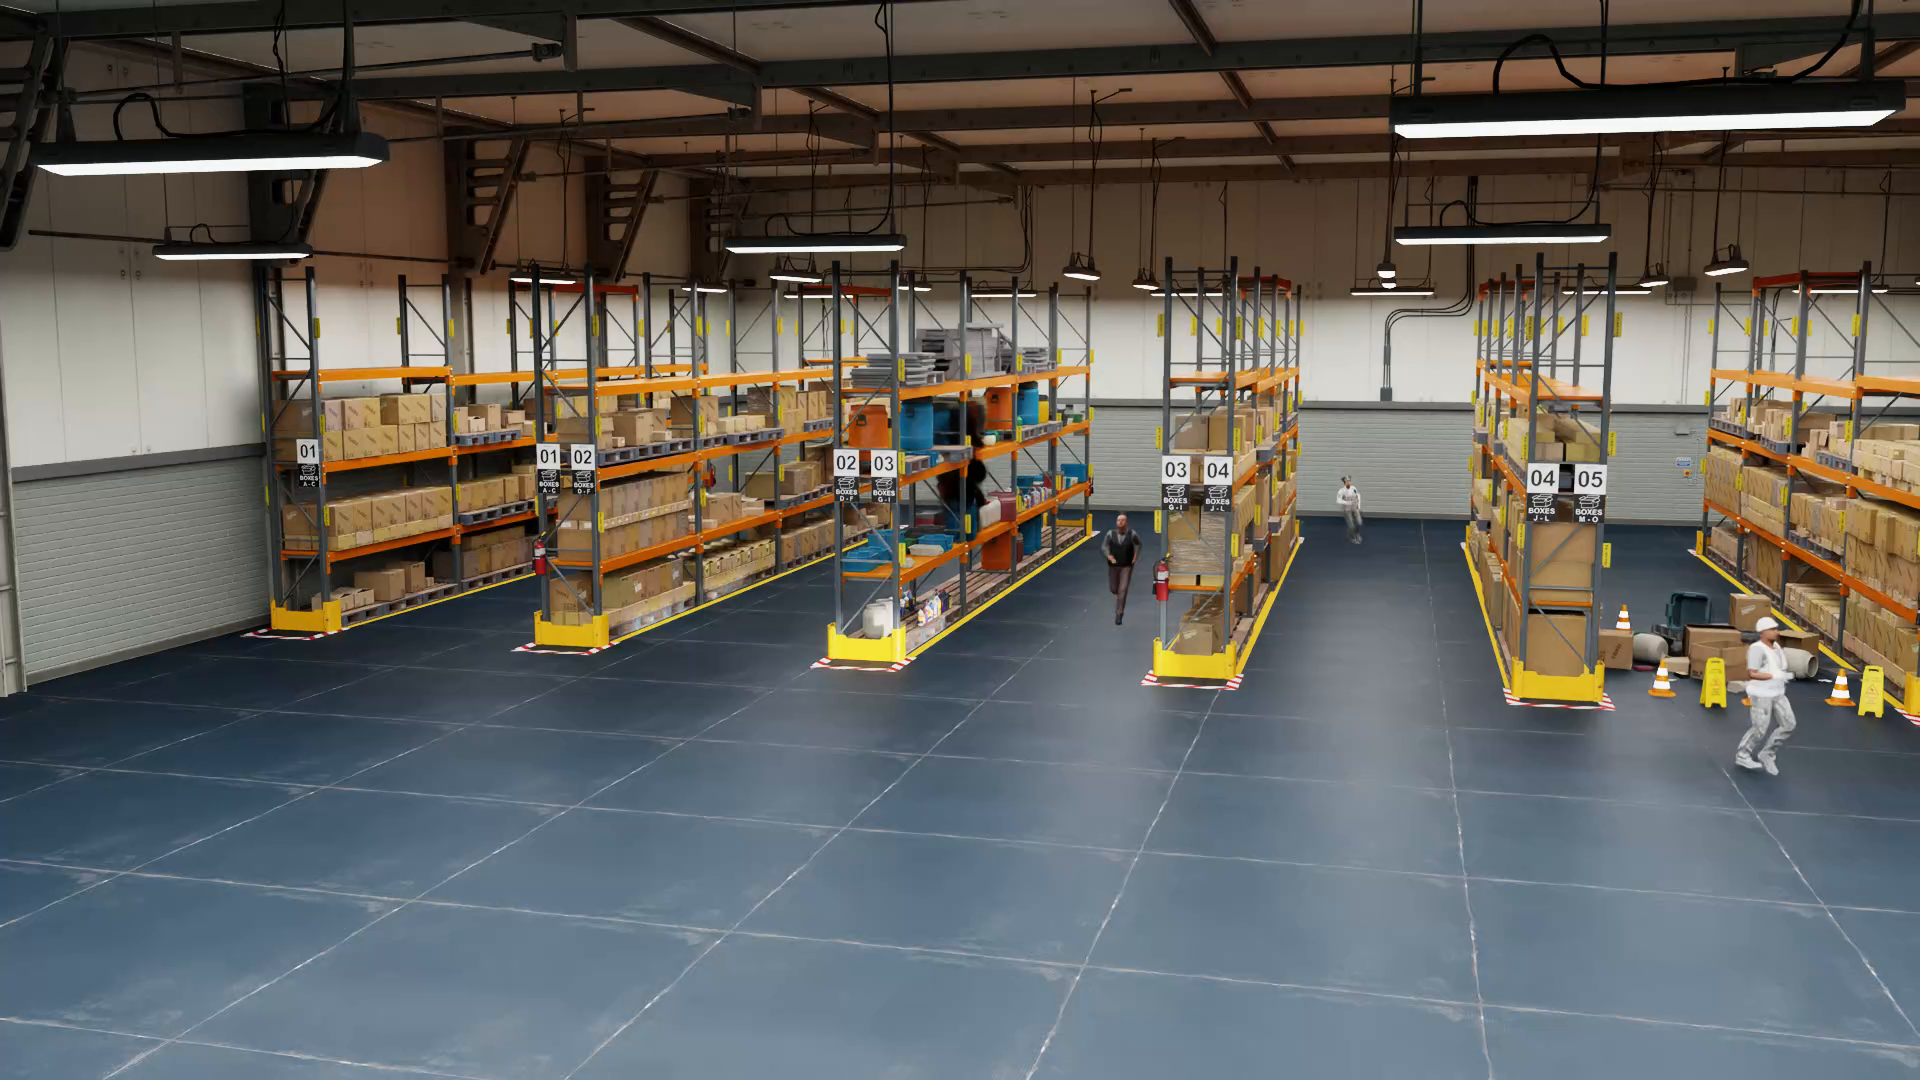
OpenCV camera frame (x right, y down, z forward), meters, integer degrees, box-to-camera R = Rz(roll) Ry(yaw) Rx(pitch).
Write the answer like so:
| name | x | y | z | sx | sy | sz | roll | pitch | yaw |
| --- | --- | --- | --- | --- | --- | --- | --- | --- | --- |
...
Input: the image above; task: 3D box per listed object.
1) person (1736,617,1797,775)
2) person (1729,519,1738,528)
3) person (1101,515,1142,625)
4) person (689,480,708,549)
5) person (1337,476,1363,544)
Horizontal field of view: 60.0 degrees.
| name | x | y | z | sx | sy | sz | roll | pitch | yaw |
| --- | --- | --- | --- | --- | --- | --- | --- | --- | --- |
| person | 9.106 | 1.767 | 18.681 | 0.657 | 1.805 | 0.671 | -5 | 9 | -32 |
| person | 17.764 | -0.650 | 37.885 | 0.695 | 1.707 | 0.566 | -6 | 9 | -39 |
| person | 2.619 | 0.394 | 27.160 | 0.606 | 1.637 | 0.907 | 2 | 8 | 18 |
| person | -5.760 | -0.477 | 36.618 | 0.560 | 1.753 | 0.727 | 1 | 7 | 9 |
| person | 9.053 | -0.699 | 38.578 | 0.659 | 1.616 | 0.562 | -1 | 7 | -6 |
